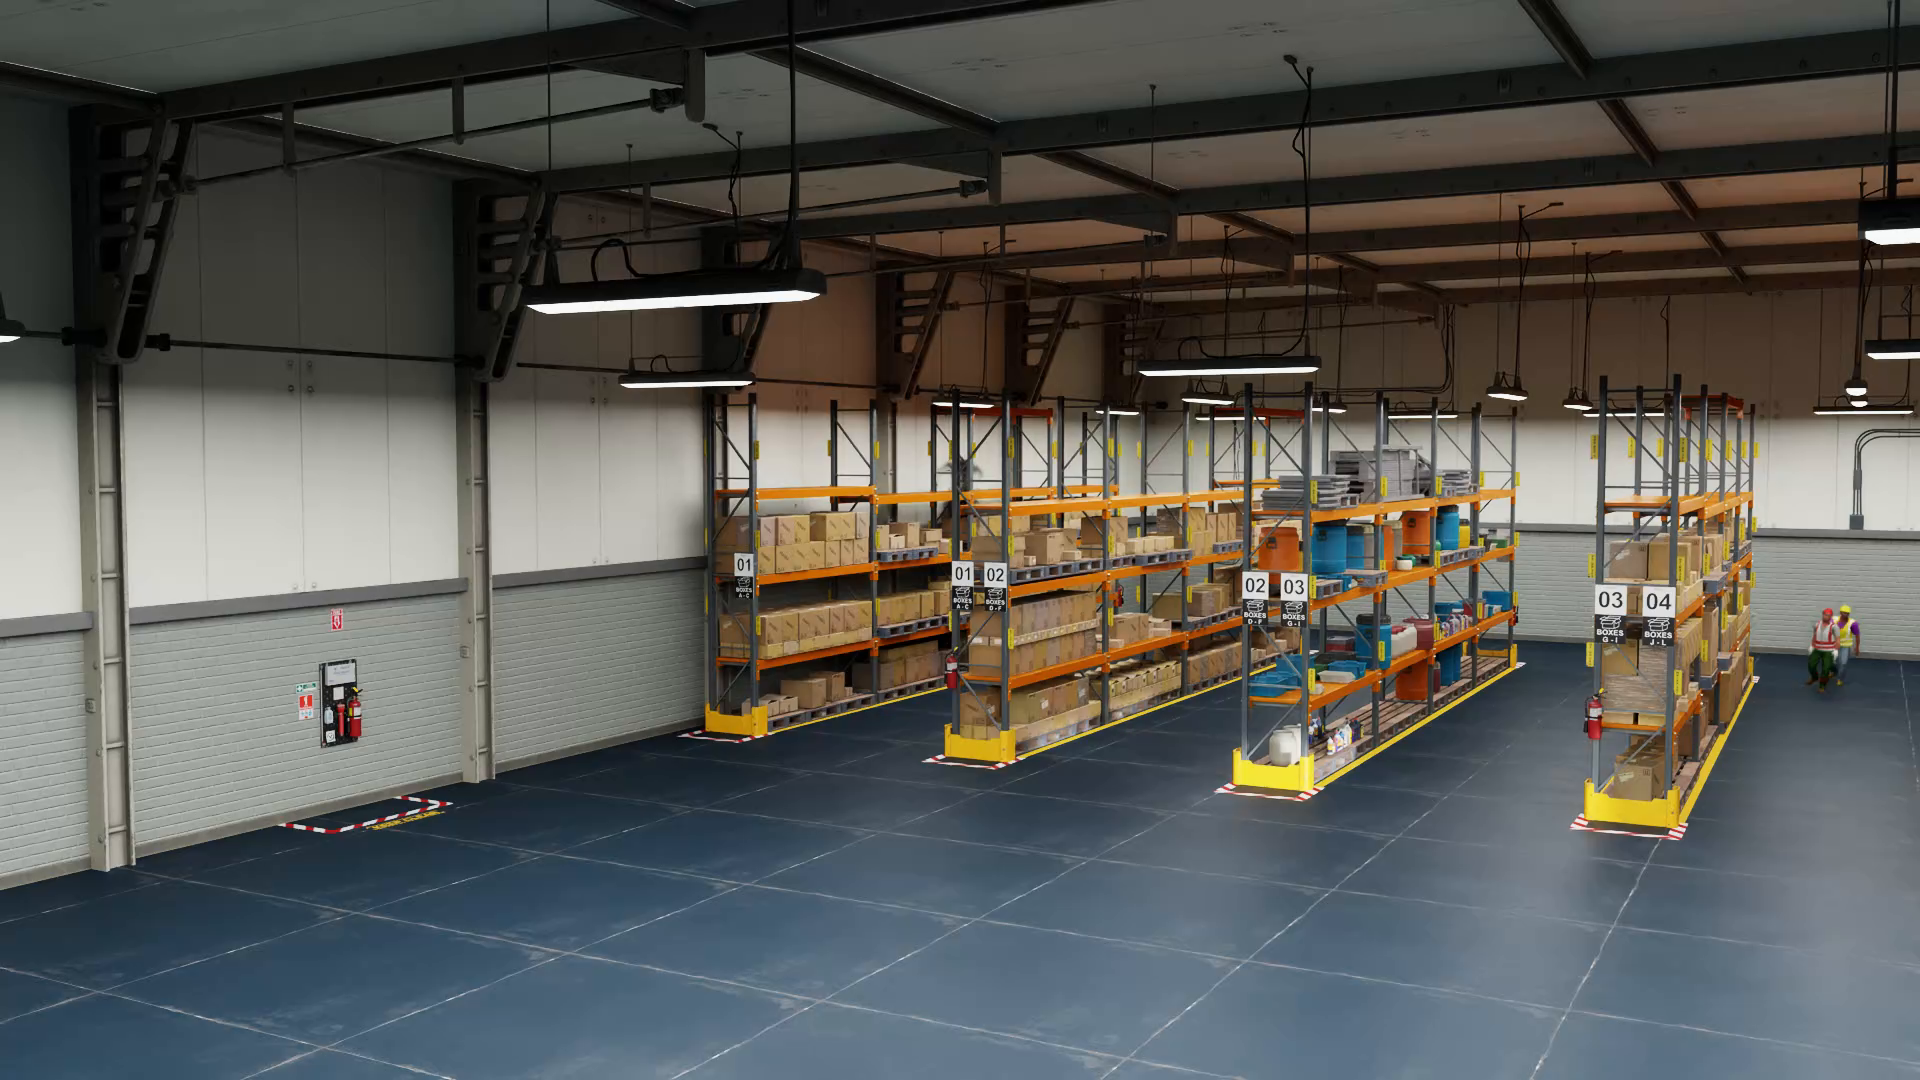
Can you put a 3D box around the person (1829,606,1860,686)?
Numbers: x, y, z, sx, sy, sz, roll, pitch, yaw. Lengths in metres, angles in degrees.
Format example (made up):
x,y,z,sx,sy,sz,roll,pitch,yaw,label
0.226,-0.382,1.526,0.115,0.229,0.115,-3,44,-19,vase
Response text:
x,y,z,sx,sy,sz,roll,pitch,yaw,label
18.777,2.231,35.456,0.790,1.709,0.747,2,4,38,person

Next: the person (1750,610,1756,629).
x,y,z,sx,sy,sz,roll,pitch,yaw,label
17.943,2.142,38.233,0.688,1.592,0.823,0,3,8,person

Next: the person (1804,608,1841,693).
x,y,z,sx,sy,sz,roll,pitch,yaw,label
17.793,2.269,34.296,0.580,1.750,0.772,-3,4,-41,person
